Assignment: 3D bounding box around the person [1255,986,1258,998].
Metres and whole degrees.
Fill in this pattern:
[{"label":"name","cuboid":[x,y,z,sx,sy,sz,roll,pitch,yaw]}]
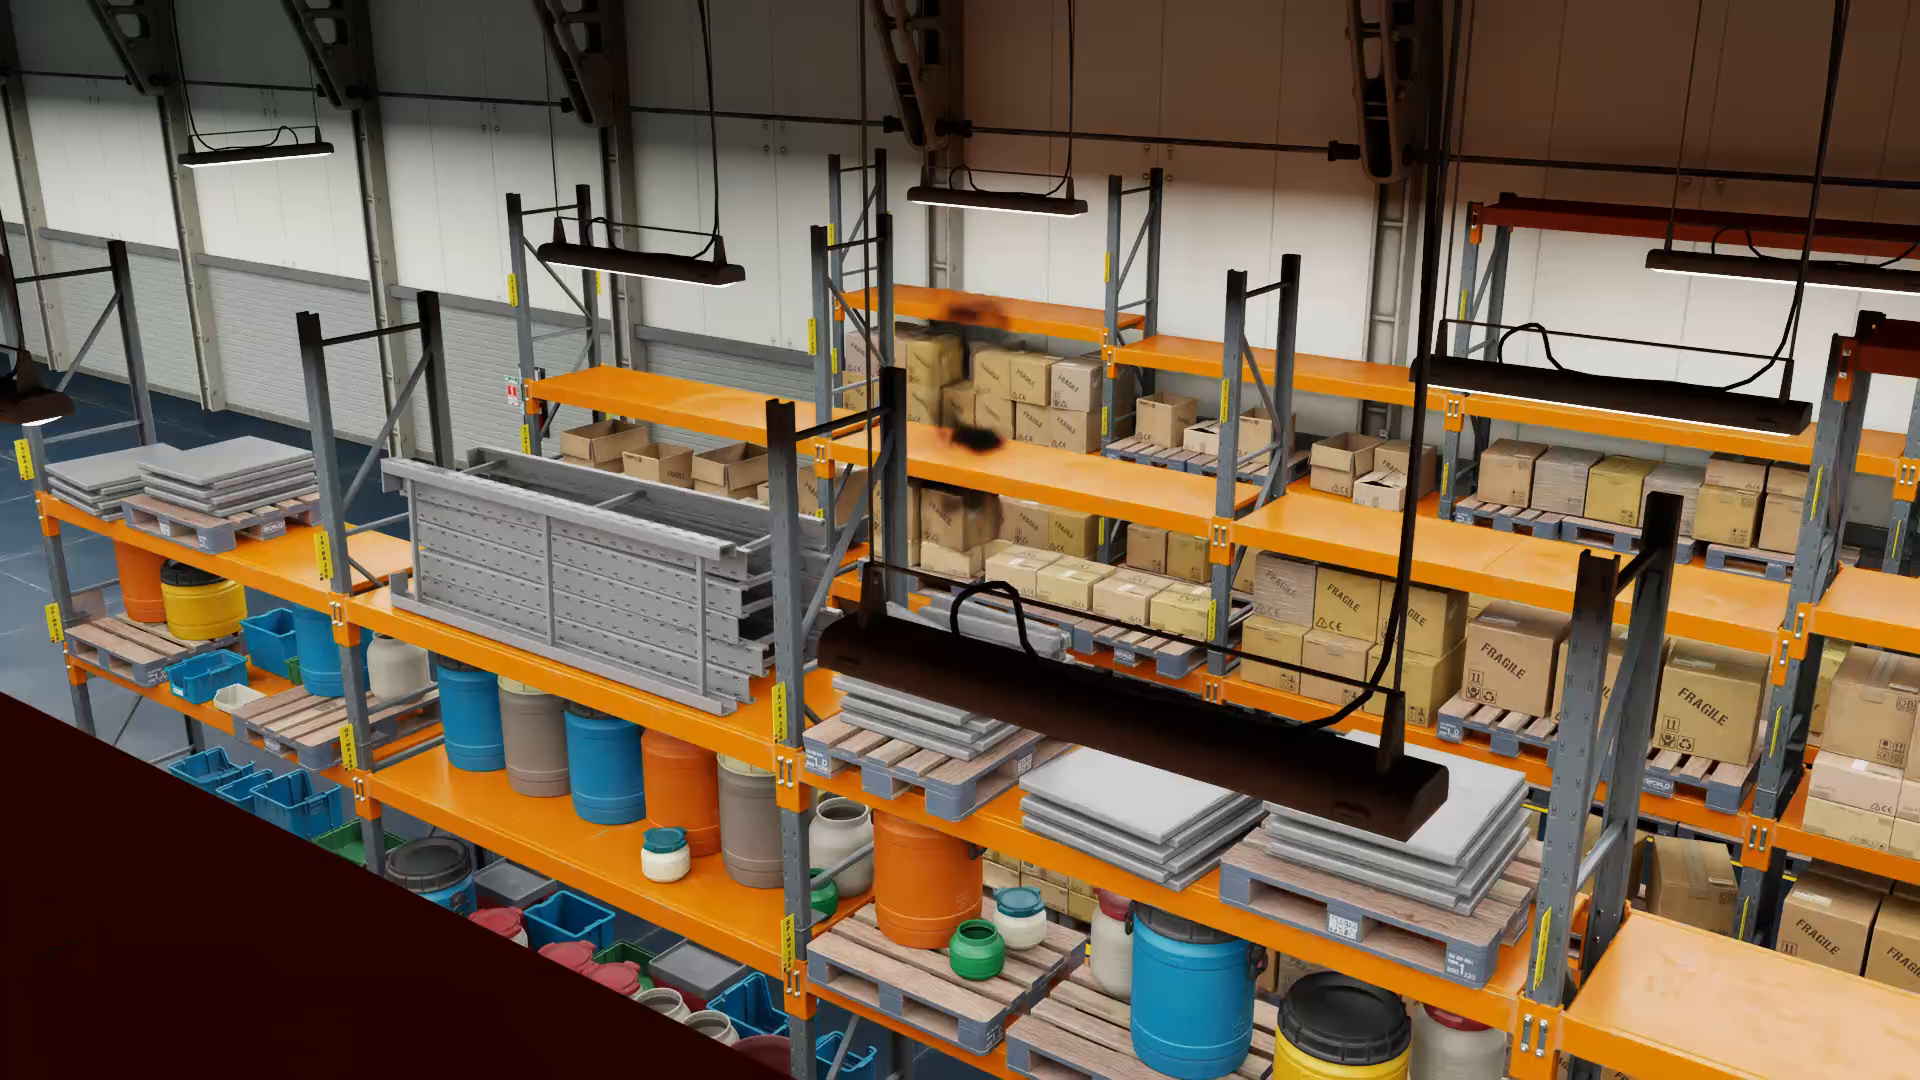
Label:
[{"label":"person","cuboid":[1.707,3.562,11.684,0.799,1.850,0.619,13,23,34]}]
